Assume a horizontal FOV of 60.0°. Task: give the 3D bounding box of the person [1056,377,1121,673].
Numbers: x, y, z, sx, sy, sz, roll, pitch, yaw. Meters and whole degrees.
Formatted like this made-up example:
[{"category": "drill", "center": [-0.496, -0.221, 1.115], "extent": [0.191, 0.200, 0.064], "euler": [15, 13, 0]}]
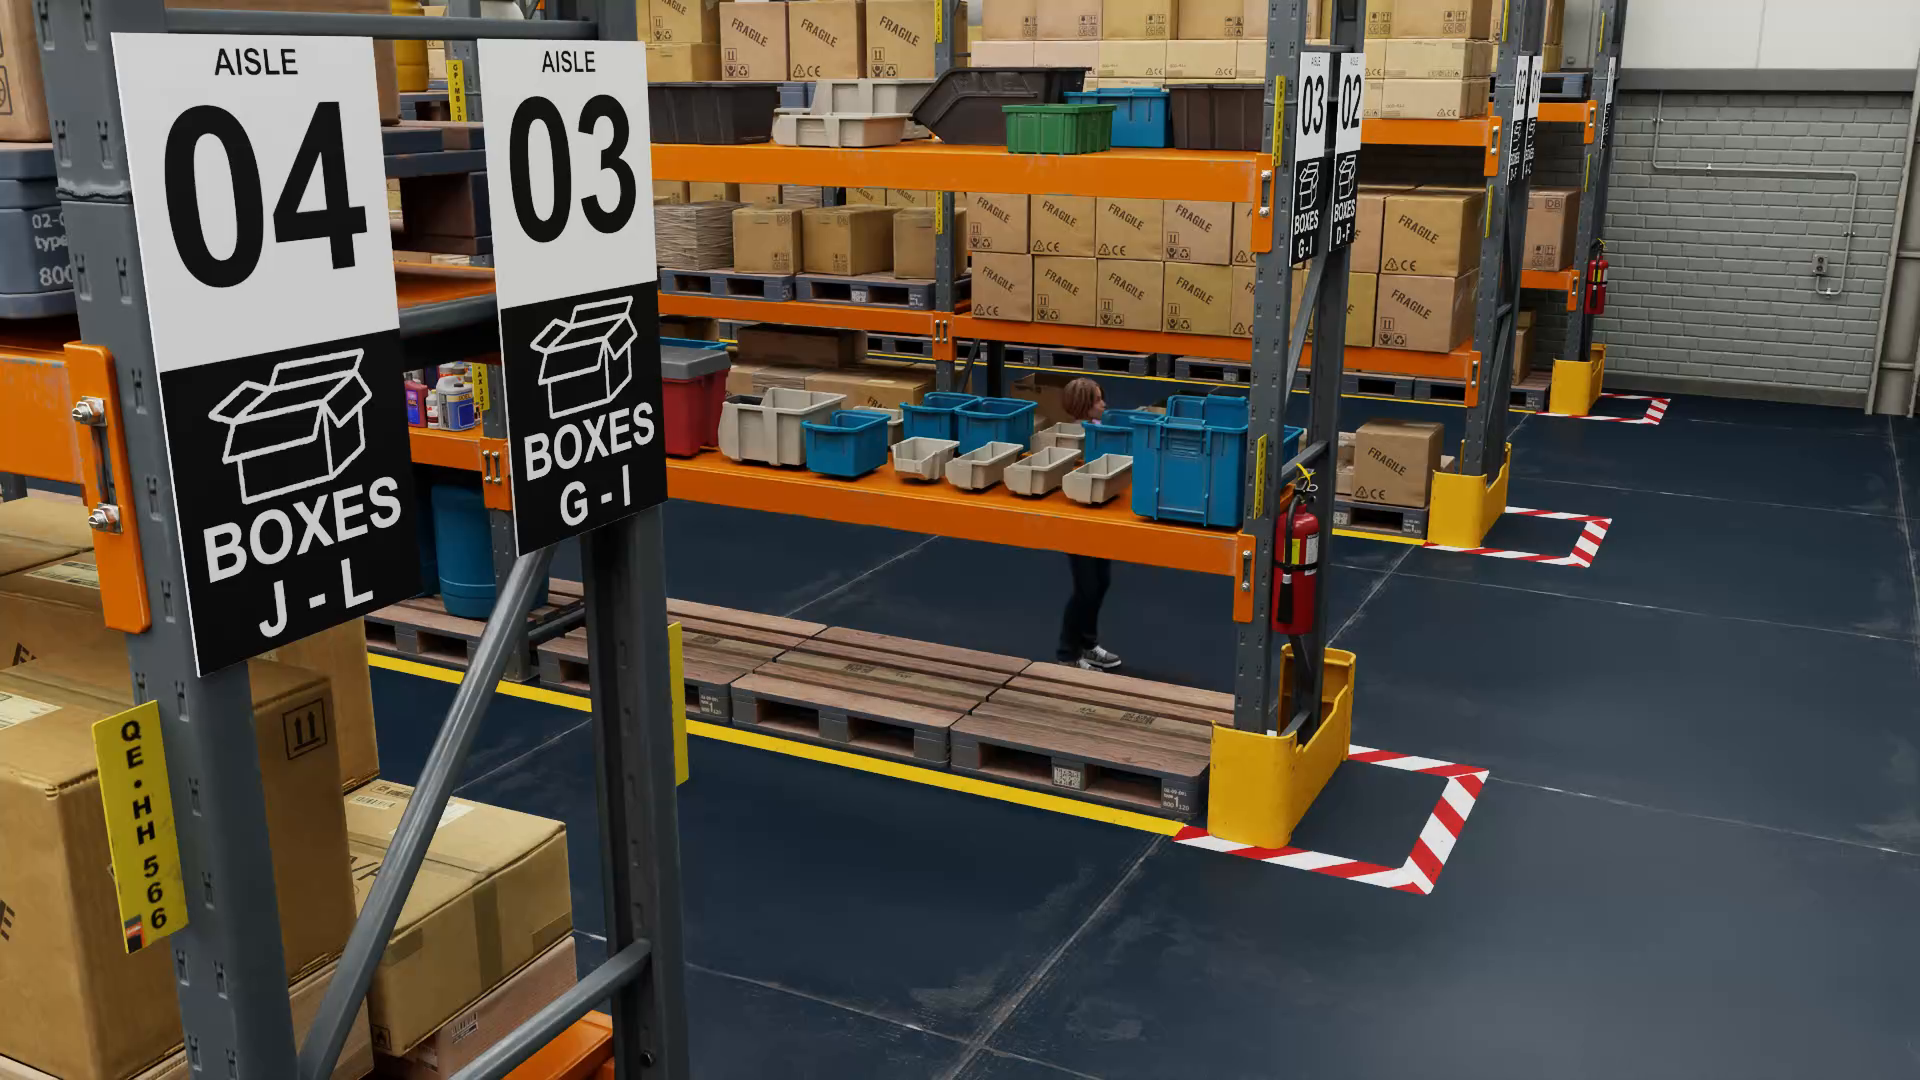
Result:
[{"category": "person", "center": [0.750, -0.047, 8.752], "extent": [0.489, 1.578, 0.405], "euler": [8, 18, 26]}]
